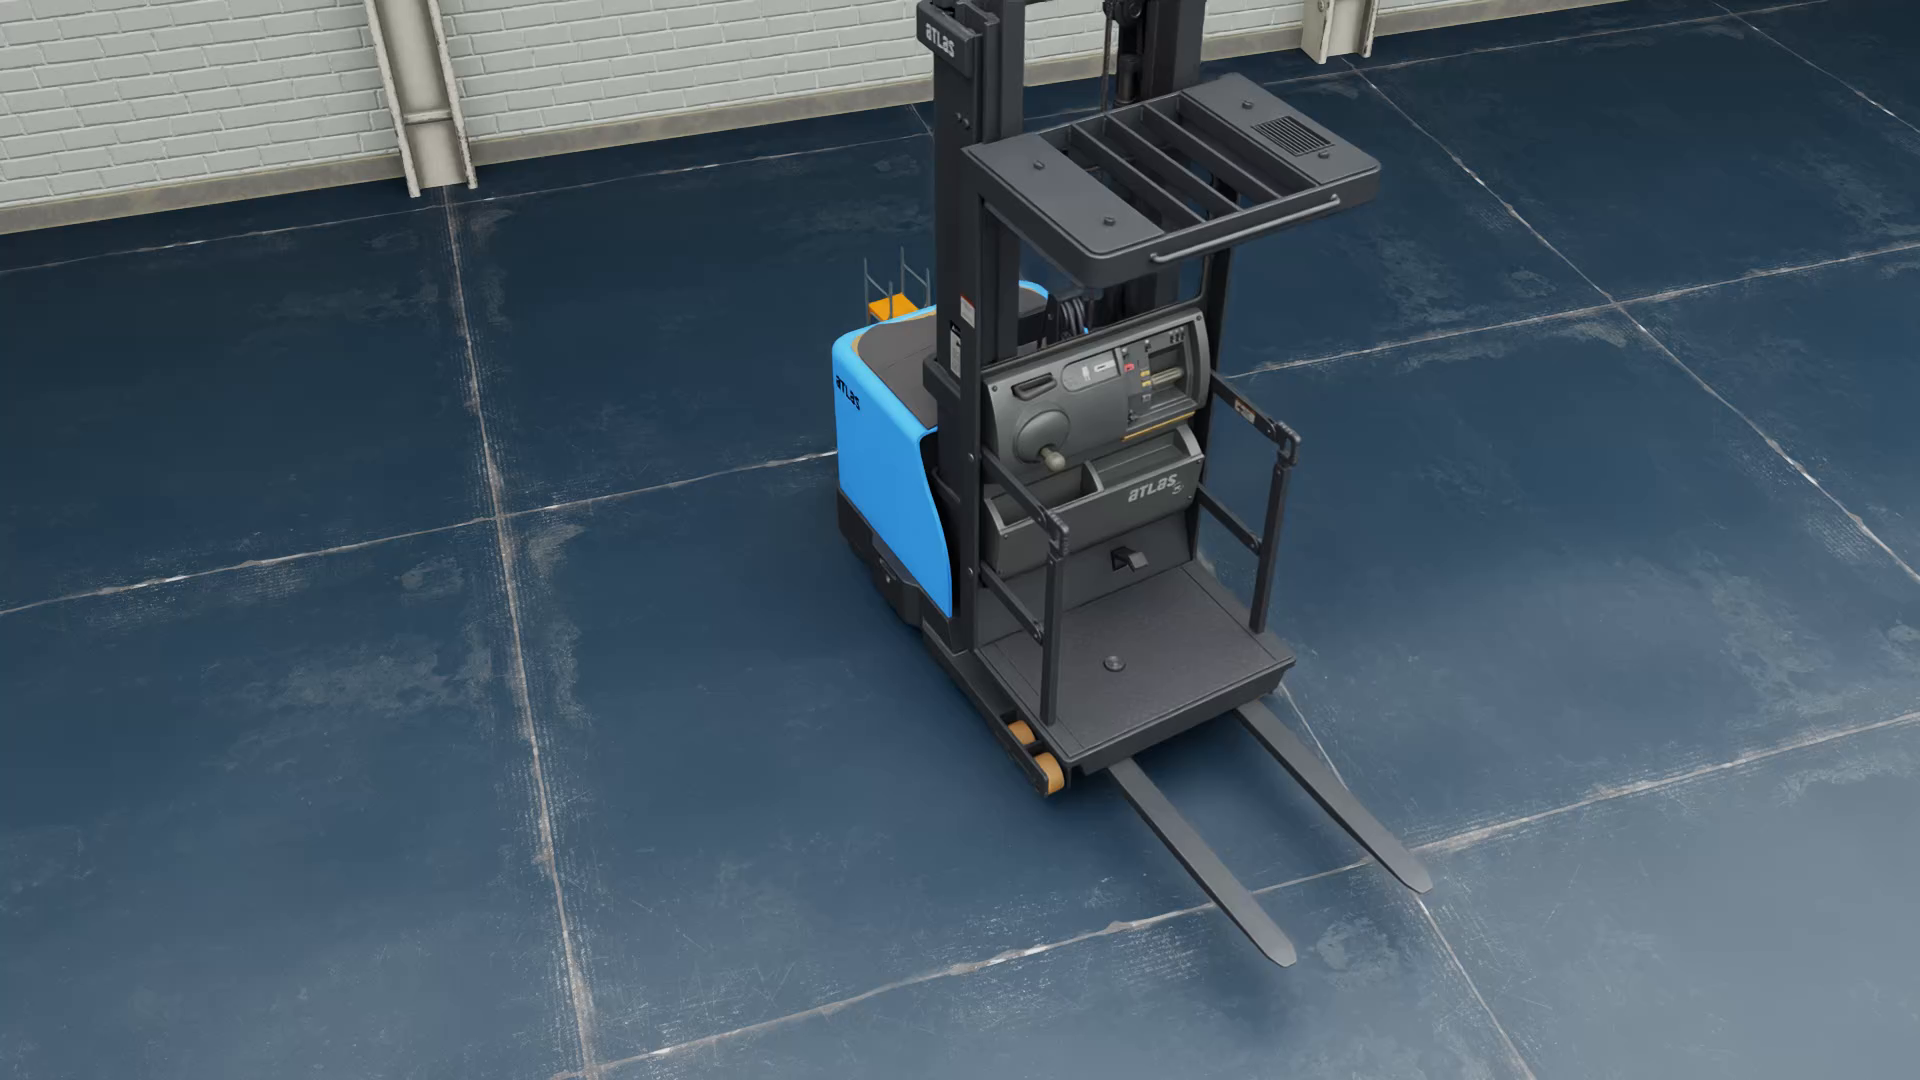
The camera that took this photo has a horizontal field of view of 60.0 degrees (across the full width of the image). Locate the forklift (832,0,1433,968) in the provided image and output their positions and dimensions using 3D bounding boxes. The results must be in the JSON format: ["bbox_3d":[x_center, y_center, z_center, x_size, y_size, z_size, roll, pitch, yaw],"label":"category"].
[{"bbox_3d":[0.623,-0.463,5.902,1.130,2.935,3.031,-21,45,-22],"label":"forklift"}]

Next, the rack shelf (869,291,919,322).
[{"bbox_3d":[-0.273,-0.968,7.316,0.180,0.103,0.258,-22,46,-23],"label":"rack shelf"}]

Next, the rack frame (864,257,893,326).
[{"bbox_3d":[-0.351,-0.699,7.488,0.006,1.200,0.240,-22,46,-23],"label":"rack frame"}]

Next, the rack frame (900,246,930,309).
[{"bbox_3d":[-0.195,-0.762,7.560,0.006,1.200,0.240,-22,46,-23],"label":"rack frame"}]

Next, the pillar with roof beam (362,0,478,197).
[{"bbox_3d":[-1.850,-2.872,4.047,0.400,9.000,9.100,-12,42,-13],"label":"pillar with roof beam"}]

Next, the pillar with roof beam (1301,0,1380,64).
[{"bbox_3d":[3.873,-4.058,5.405,0.400,9.000,9.100,-12,42,-13],"label":"pillar with roof beam"}]

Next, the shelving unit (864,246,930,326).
[{"bbox_3d":[-0.273,-0.731,7.524,0.189,1.200,0.258,-22,46,-23],"label":"shelving unit"}]
